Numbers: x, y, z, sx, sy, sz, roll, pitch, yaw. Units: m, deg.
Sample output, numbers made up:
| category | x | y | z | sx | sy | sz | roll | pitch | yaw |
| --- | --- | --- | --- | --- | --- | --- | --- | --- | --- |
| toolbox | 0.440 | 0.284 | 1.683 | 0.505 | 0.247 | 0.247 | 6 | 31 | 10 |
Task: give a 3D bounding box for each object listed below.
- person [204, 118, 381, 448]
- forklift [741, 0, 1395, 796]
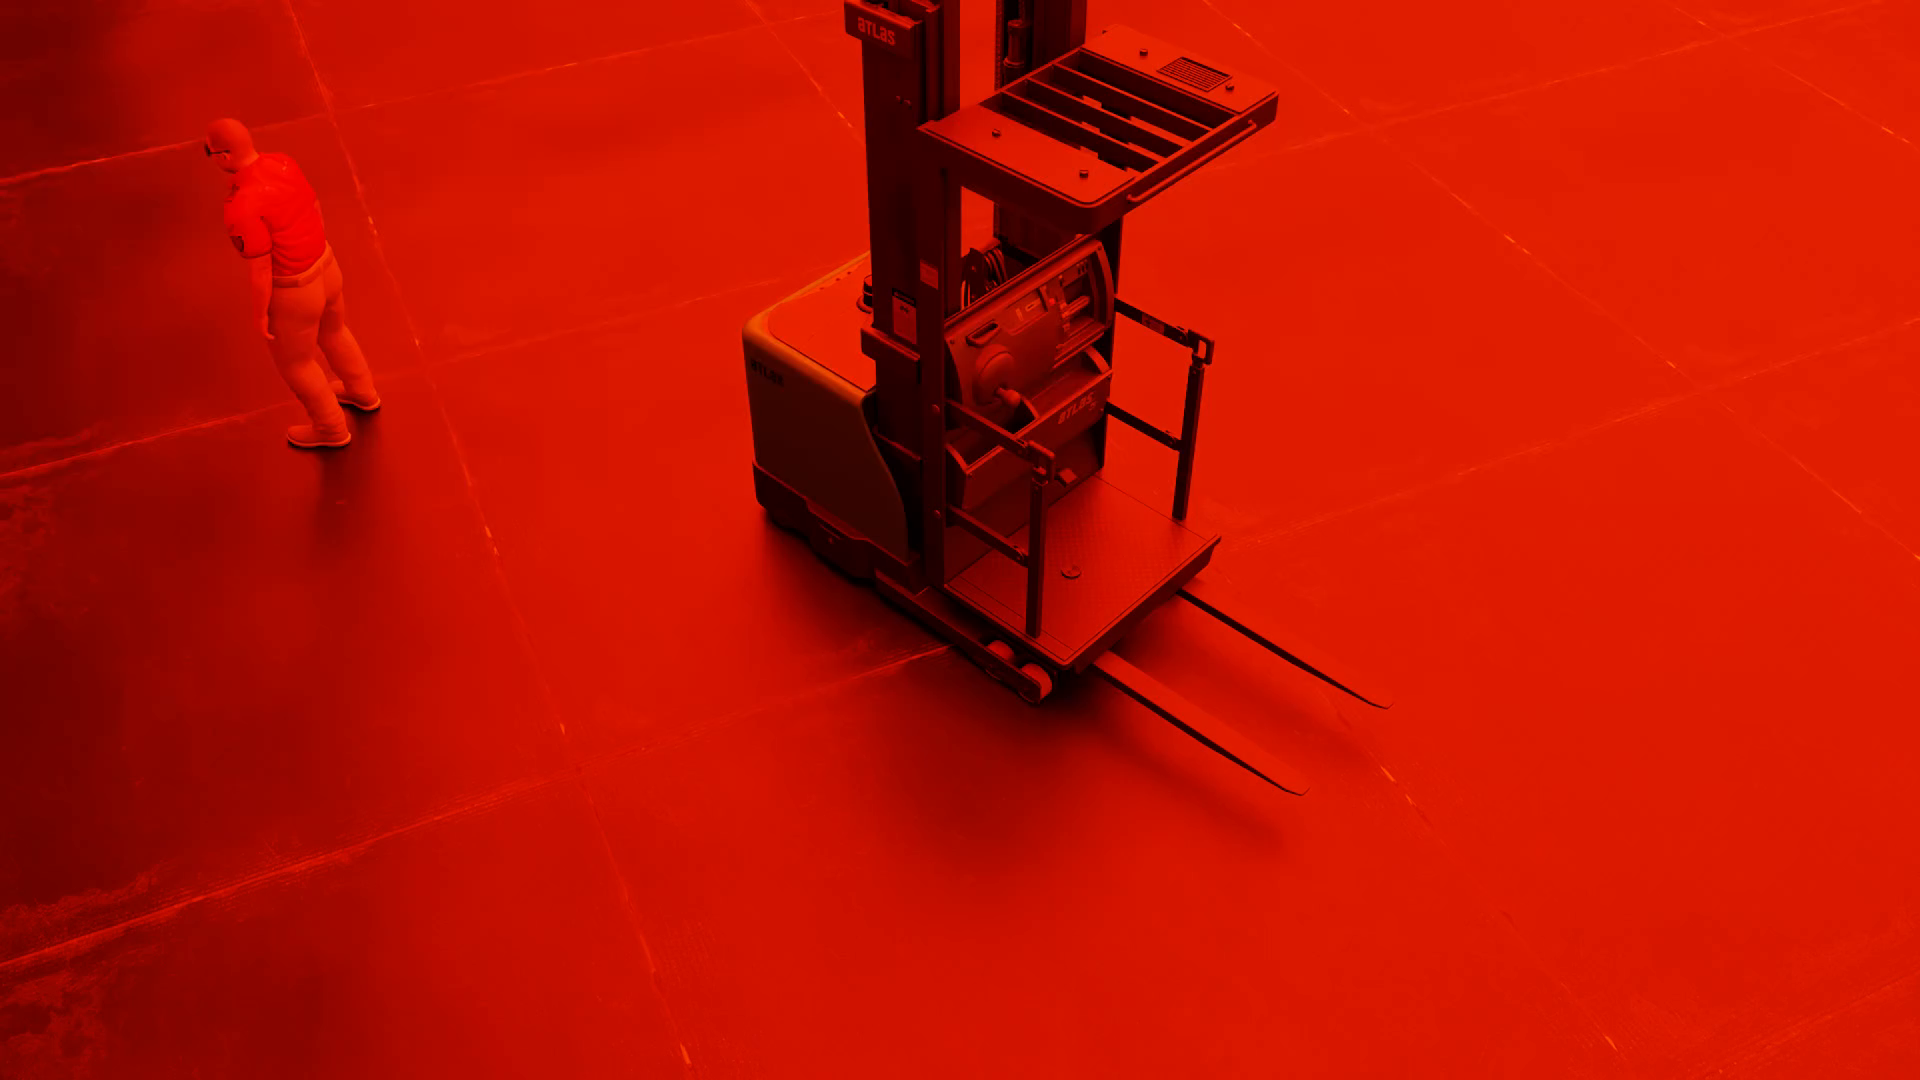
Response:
| category | x | y | z | sx | sy | sz | roll | pitch | yaw |
| --- | --- | --- | --- | --- | --- | --- | --- | --- | --- |
| person | -3.158 | -1.211 | 7.859 | 0.397 | 1.727 | 0.607 | 9 | 44 | 10 |
| forklift | 0.445 | -0.788 | 6.525 | 3.031 | 2.935 | 1.130 | 32 | 52 | 30 |
